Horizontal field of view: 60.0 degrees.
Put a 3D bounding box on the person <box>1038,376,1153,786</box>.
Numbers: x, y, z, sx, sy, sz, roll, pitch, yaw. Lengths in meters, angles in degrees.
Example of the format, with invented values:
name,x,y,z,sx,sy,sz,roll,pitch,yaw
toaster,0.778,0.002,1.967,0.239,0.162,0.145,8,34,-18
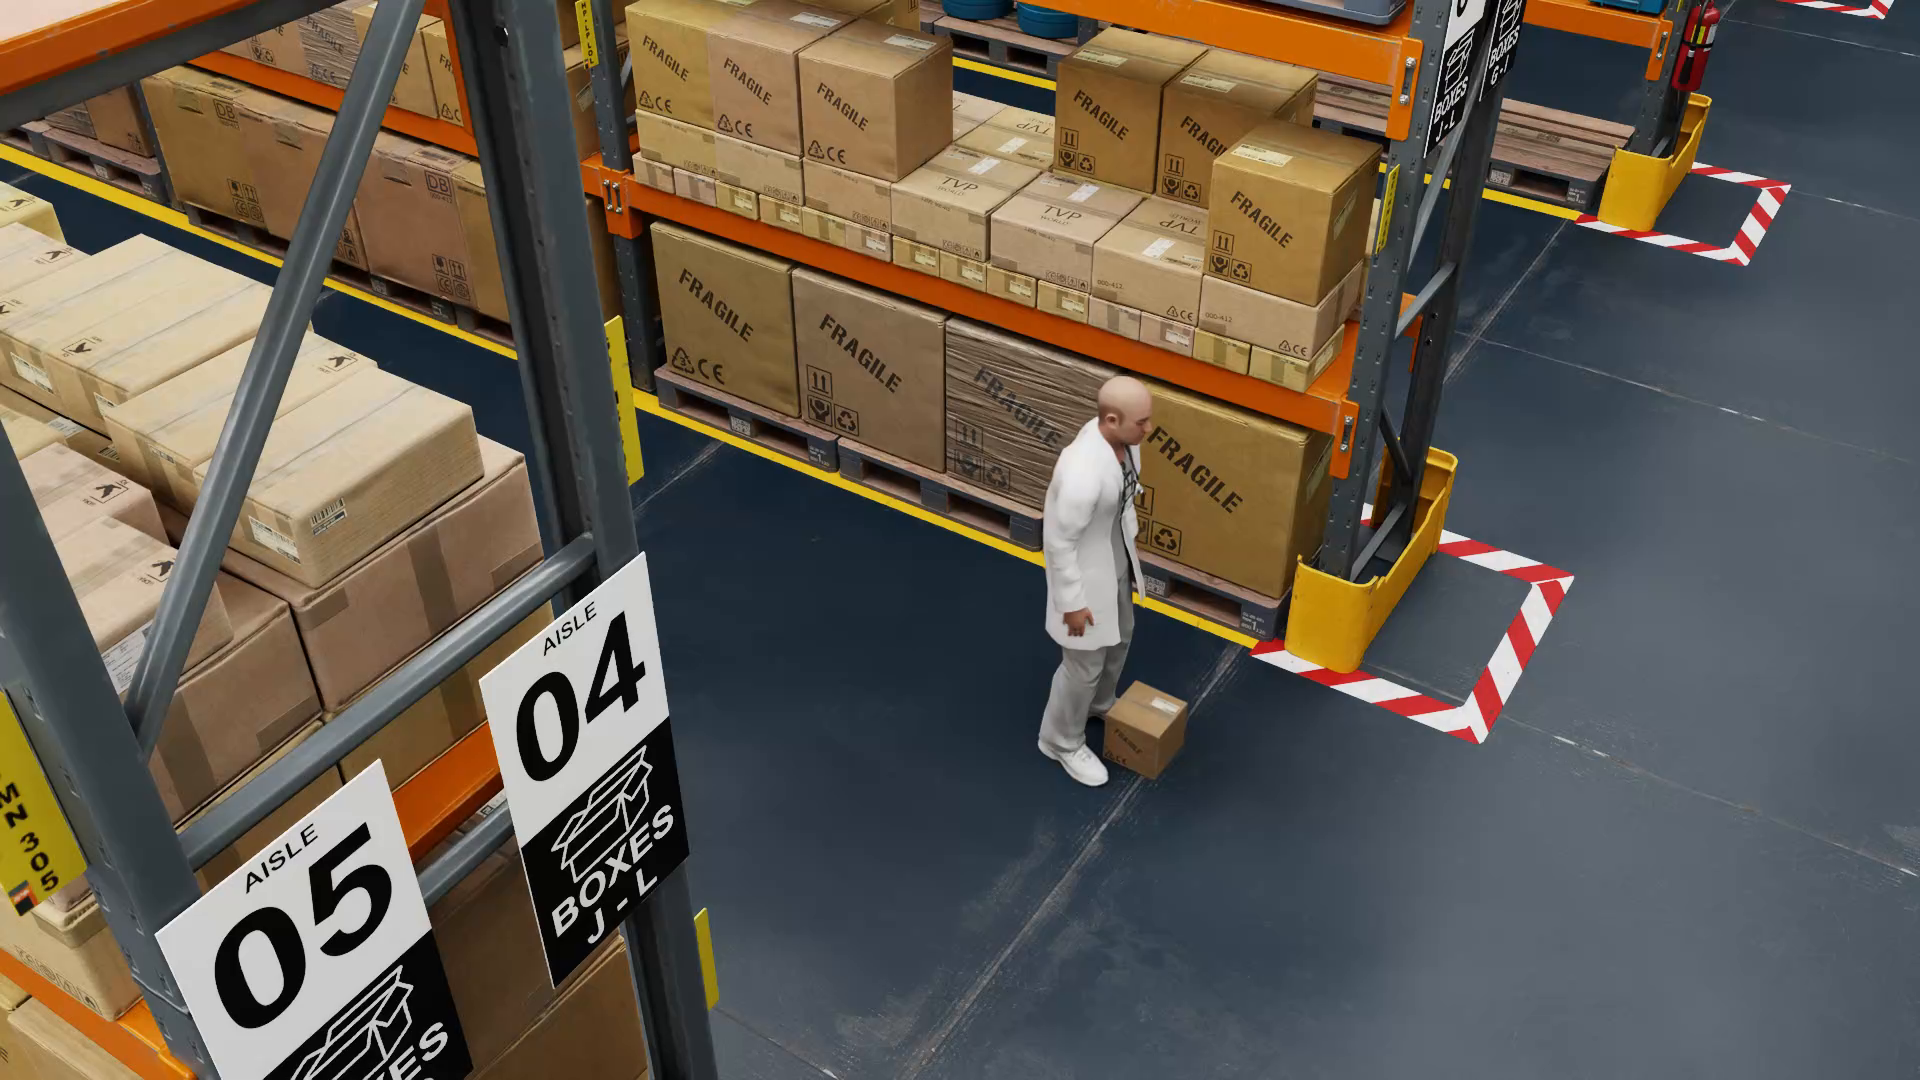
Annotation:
name,x,y,z,sx,sy,sz,roll,pitch,yaw
person,0.544,0.121,6.539,0.431,1.772,0.642,19,42,22
